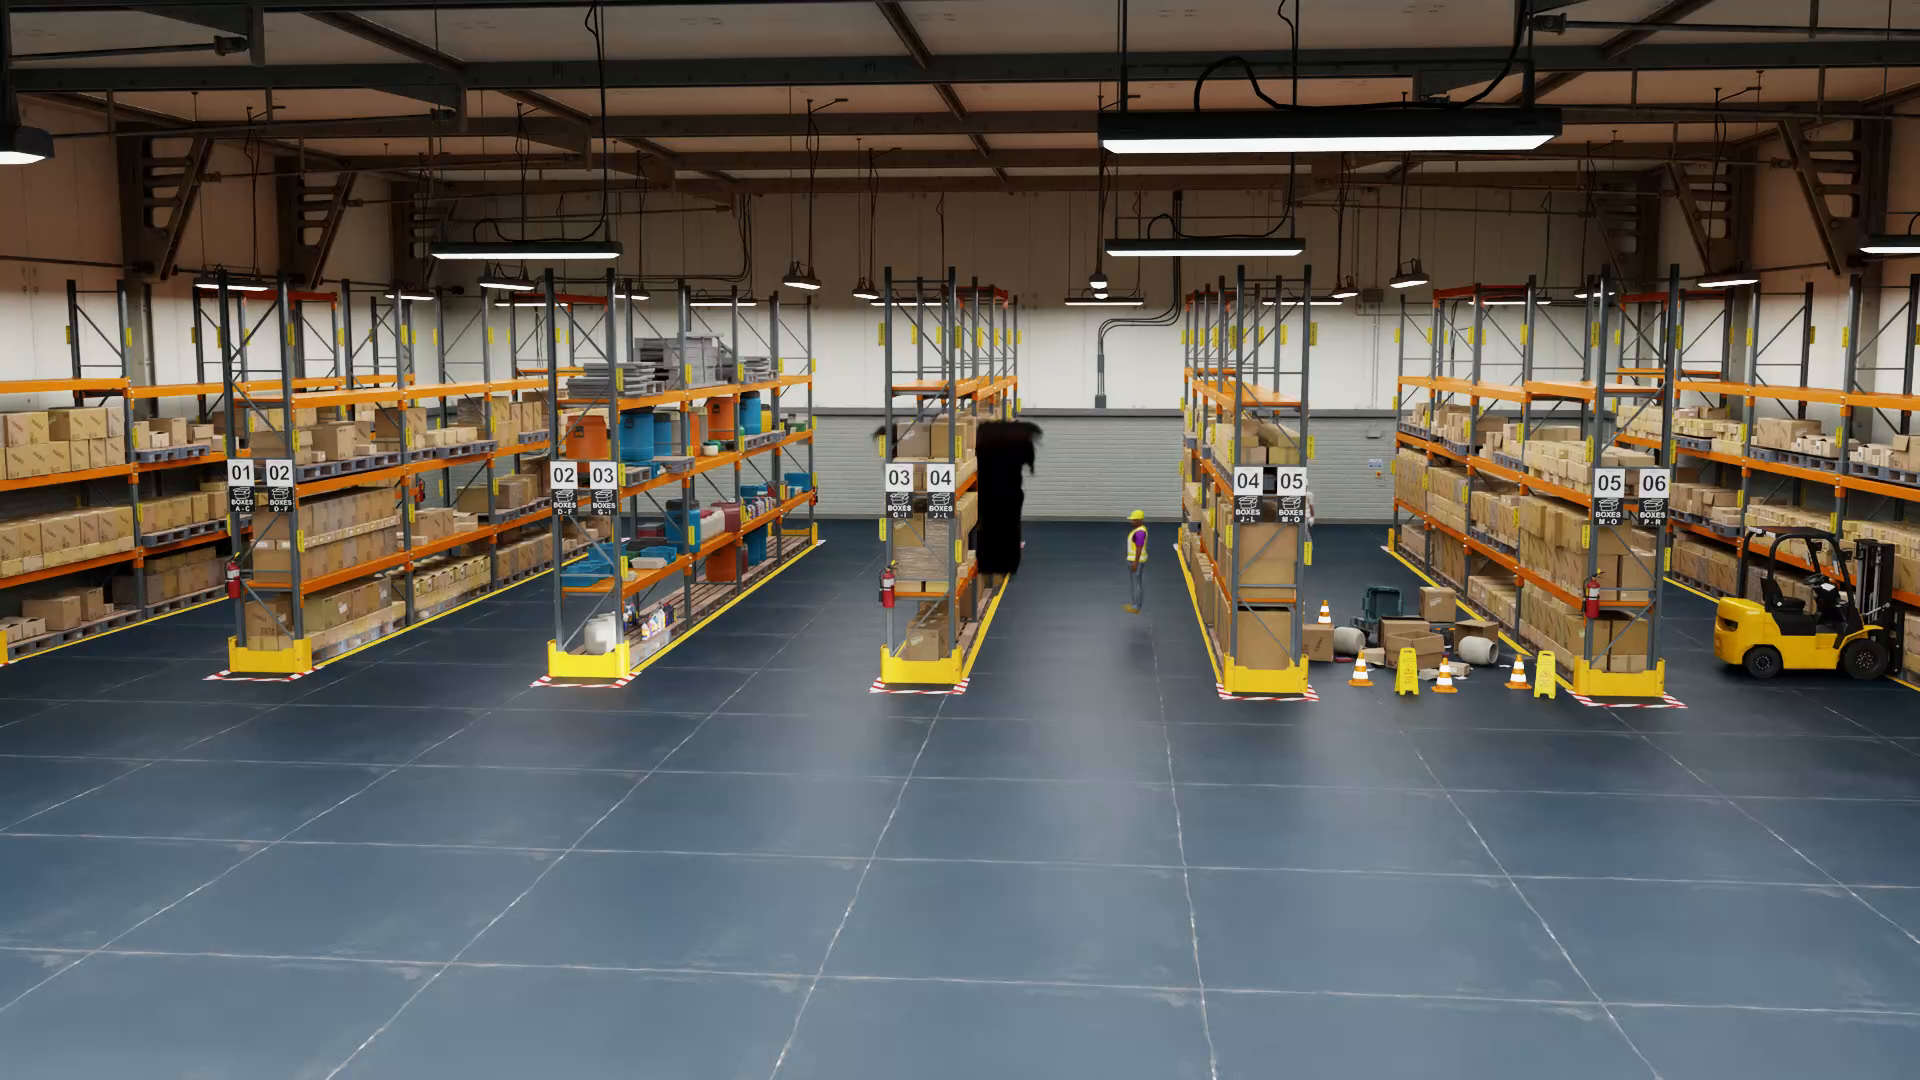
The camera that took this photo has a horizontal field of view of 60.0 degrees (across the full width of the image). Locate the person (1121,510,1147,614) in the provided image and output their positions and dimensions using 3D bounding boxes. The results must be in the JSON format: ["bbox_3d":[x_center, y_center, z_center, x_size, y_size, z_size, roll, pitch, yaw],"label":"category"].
[{"bbox_3d":[2.976,0.360,28.566,0.521,1.774,0.578,2,7,19],"label":"person"}]

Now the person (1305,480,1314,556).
[{"bbox_3d":[7.815,-0.512,38.203,0.641,1.775,0.591,-1,7,-5],"label":"person"}]
